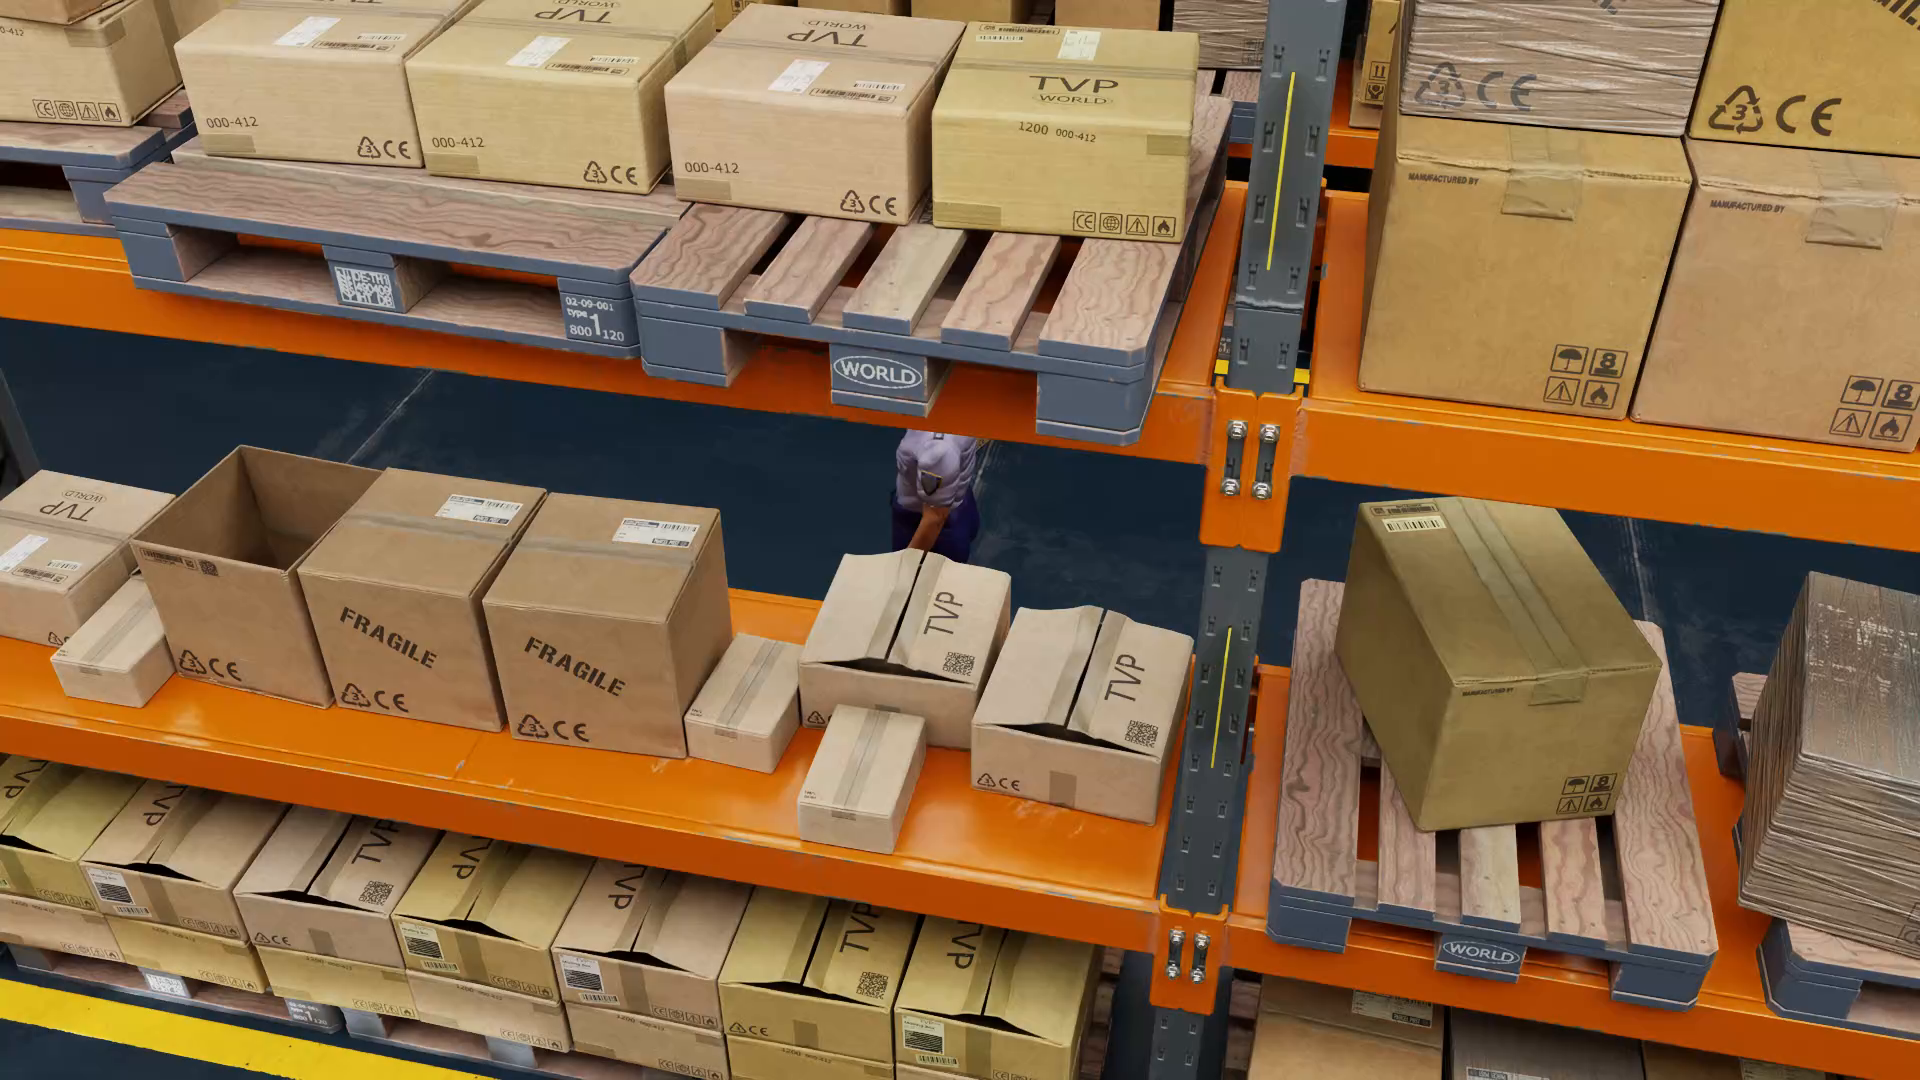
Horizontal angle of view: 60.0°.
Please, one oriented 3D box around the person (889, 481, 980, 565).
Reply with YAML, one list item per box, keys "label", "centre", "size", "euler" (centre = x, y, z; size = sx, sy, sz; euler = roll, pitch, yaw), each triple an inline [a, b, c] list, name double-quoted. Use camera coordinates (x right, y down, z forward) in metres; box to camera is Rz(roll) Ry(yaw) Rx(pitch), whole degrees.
- label: "person"
  centre: [-0.177, 0.171, 6.432]
  size: [0.501, 1.034, 0.525]
  euler: [7, 37, 9]
